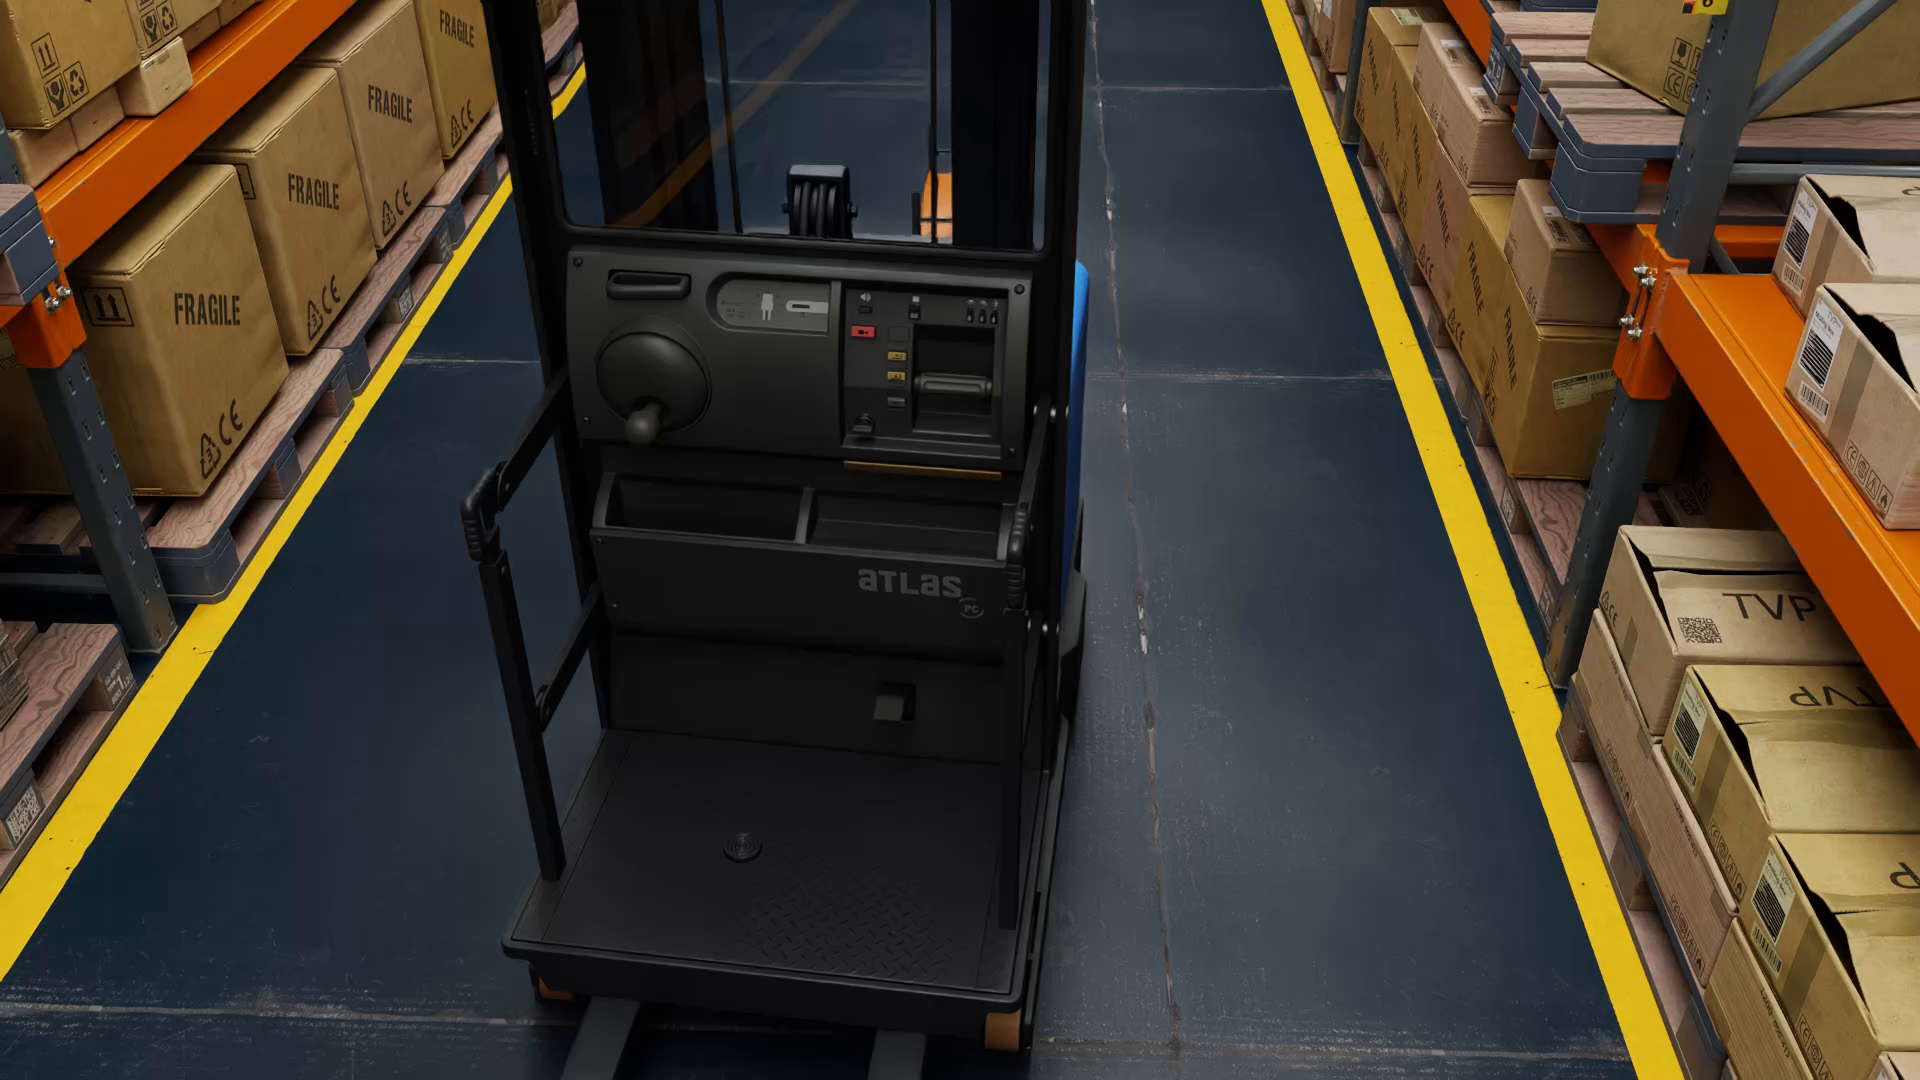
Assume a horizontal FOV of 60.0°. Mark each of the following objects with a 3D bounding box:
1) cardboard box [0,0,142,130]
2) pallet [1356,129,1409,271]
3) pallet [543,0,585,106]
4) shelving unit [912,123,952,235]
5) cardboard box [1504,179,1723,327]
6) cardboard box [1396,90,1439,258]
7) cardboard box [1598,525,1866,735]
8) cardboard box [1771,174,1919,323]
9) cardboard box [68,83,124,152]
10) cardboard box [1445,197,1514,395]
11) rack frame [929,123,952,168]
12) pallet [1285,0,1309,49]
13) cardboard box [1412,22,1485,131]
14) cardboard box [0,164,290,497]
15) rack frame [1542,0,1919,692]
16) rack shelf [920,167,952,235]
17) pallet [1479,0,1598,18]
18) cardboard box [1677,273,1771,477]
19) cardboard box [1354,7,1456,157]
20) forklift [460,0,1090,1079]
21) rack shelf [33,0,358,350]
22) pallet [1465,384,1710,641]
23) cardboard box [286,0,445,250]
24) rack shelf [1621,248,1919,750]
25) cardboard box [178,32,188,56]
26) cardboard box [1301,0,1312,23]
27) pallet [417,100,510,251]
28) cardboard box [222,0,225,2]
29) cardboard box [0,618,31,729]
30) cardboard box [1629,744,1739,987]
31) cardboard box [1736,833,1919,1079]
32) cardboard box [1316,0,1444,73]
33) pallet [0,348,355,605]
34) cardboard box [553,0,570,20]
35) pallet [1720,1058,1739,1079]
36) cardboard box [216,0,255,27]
[{"bbox_3d":[-2.515,-1.383,4.247,0.500,0.500,0.500,2,35,3],"label":"cardboard box"},{"bbox_3d":[2.326,-1.516,7.224,1.003,0.211,1.213,1,35,2],"label":"pallet"},{"bbox_3d":[-2.521,-2.532,8.669,1.003,0.211,1.213,1,35,2],"label":"pallet"},{"bbox_3d":[0.008,-0.594,5.051,0.258,1.200,0.503,3,35,4],"label":"shelving unit"},{"bbox_3d":[1.961,-0.867,5.013,0.500,0.250,0.500,3,35,4],"label":"cardboard box"},{"bbox_3d":[2.020,-1.417,6.448,0.500,0.500,0.500,2,35,2],"label":"cardboard box"},{"bbox_3d":[1.845,0.191,3.908,0.500,0.311,0.500,2,35,3],"label":"cardboard box"},{"bbox_3d":[2.102,-0.583,3.548,0.500,0.311,0.500,3,35,5],"label":"cardboard box"},{"bbox_3d":[-2.527,-1.173,4.512,0.380,0.149,0.250,2,35,3],"label":"cardboard box"},{"bbox_3d":[1.984,-0.825,5.606,0.500,0.500,0.500,0,35,0],"label":"cardboard box"},{"bbox_3d":[0.027,-0.734,5.250,0.240,1.200,0.015,3,35,4],"label":"rack frame"},{"bbox_3d":[2.395,-3.082,9.451,1.003,0.211,1.213,1,35,2],"label":"pallet"},{"bbox_3d":[2.017,-1.743,6.260,0.500,0.250,0.500,1,35,2],"label":"cardboard box"},{"bbox_3d":[-2.629,-0.651,5.072,0.750,0.750,0.750,1,35,1],"label":"cardboard box"},{"bbox_3d":[2.160,-0.827,3.818,1.000,3.000,0.127,1,35,2],"label":"rack frame"},{"bbox_3d":[0.008,-0.915,4.825,0.258,0.148,0.480,3,35,4],"label":"rack shelf"},{"bbox_3d":[2.233,-1.866,5.463,1.003,0.211,1.213,1,35,2],"label":"pallet"},{"bbox_3d":[2.479,-0.540,5.201,0.500,0.500,0.500,0,35,0],"label":"cardboard box"},{"bbox_3d":[2.058,-2.010,7.293,0.500,0.500,0.500,0,35,0],"label":"cardboard box"},{"bbox_3d":[-0.353,-0.297,3.124,1.130,2.935,3.031,5,35,6],"label":"forklift"},{"bbox_3d":[-2.710,-1.794,5.820,1.077,0.370,4.000,1,35,2],"label":"rack shelf"},{"bbox_3d":[2.228,-0.114,5.229,1.003,0.211,1.213,1,35,2],"label":"pallet"},{"bbox_3d":[-2.558,-1.643,6.483,0.750,0.750,0.750,2,35,3],"label":"cardboard box"},{"bbox_3d":[2.079,0.616,2.390,1.077,0.370,4.000,1,35,2],"label":"rack shelf"},{"bbox_3d":[-2.544,-1.471,4.936,0.380,0.149,0.250,1,35,1],"label":"cardboard box"},{"bbox_3d":[2.090,-2.970,8.823,0.500,0.311,0.500,1,35,2],"label":"cardboard box"},{"bbox_3d":[-2.585,-1.652,7.417,1.003,0.211,1.213,1,35,2],"label":"pallet"},{"bbox_3d":[-2.463,-1.969,5.080,0.500,0.500,0.500,1,35,2],"label":"cardboard box"},{"bbox_3d":[-2.767,0.318,3.980,0.700,0.500,0.500,2,35,3],"label":"cardboard box"},{"bbox_3d":[1.826,0.709,3.659,0.500,0.250,0.500,0,35,1],"label":"cardboard box"},{"bbox_3d":[1.810,0.786,3.062,0.500,0.311,0.500,0,35,1],"label":"cardboard box"},{"bbox_3d":[2.060,-2.617,8.156,0.500,0.500,0.500,1,35,2],"label":"cardboard box"},{"bbox_3d":[-2.683,-0.250,5.422,1.003,0.211,1.213,1,35,2],"label":"pallet"},{"bbox_3d":[-2.473,-3.103,8.865,0.700,0.500,0.500,1,35,1],"label":"cardboard box"},{"bbox_3d":[2.036,1.485,2.954,1.003,0.211,1.213,1,35,2],"label":"pallet"},{"bbox_3d":[-2.522,-1.769,5.359,0.380,0.149,0.250,2,35,3],"label":"cardboard box"}]
